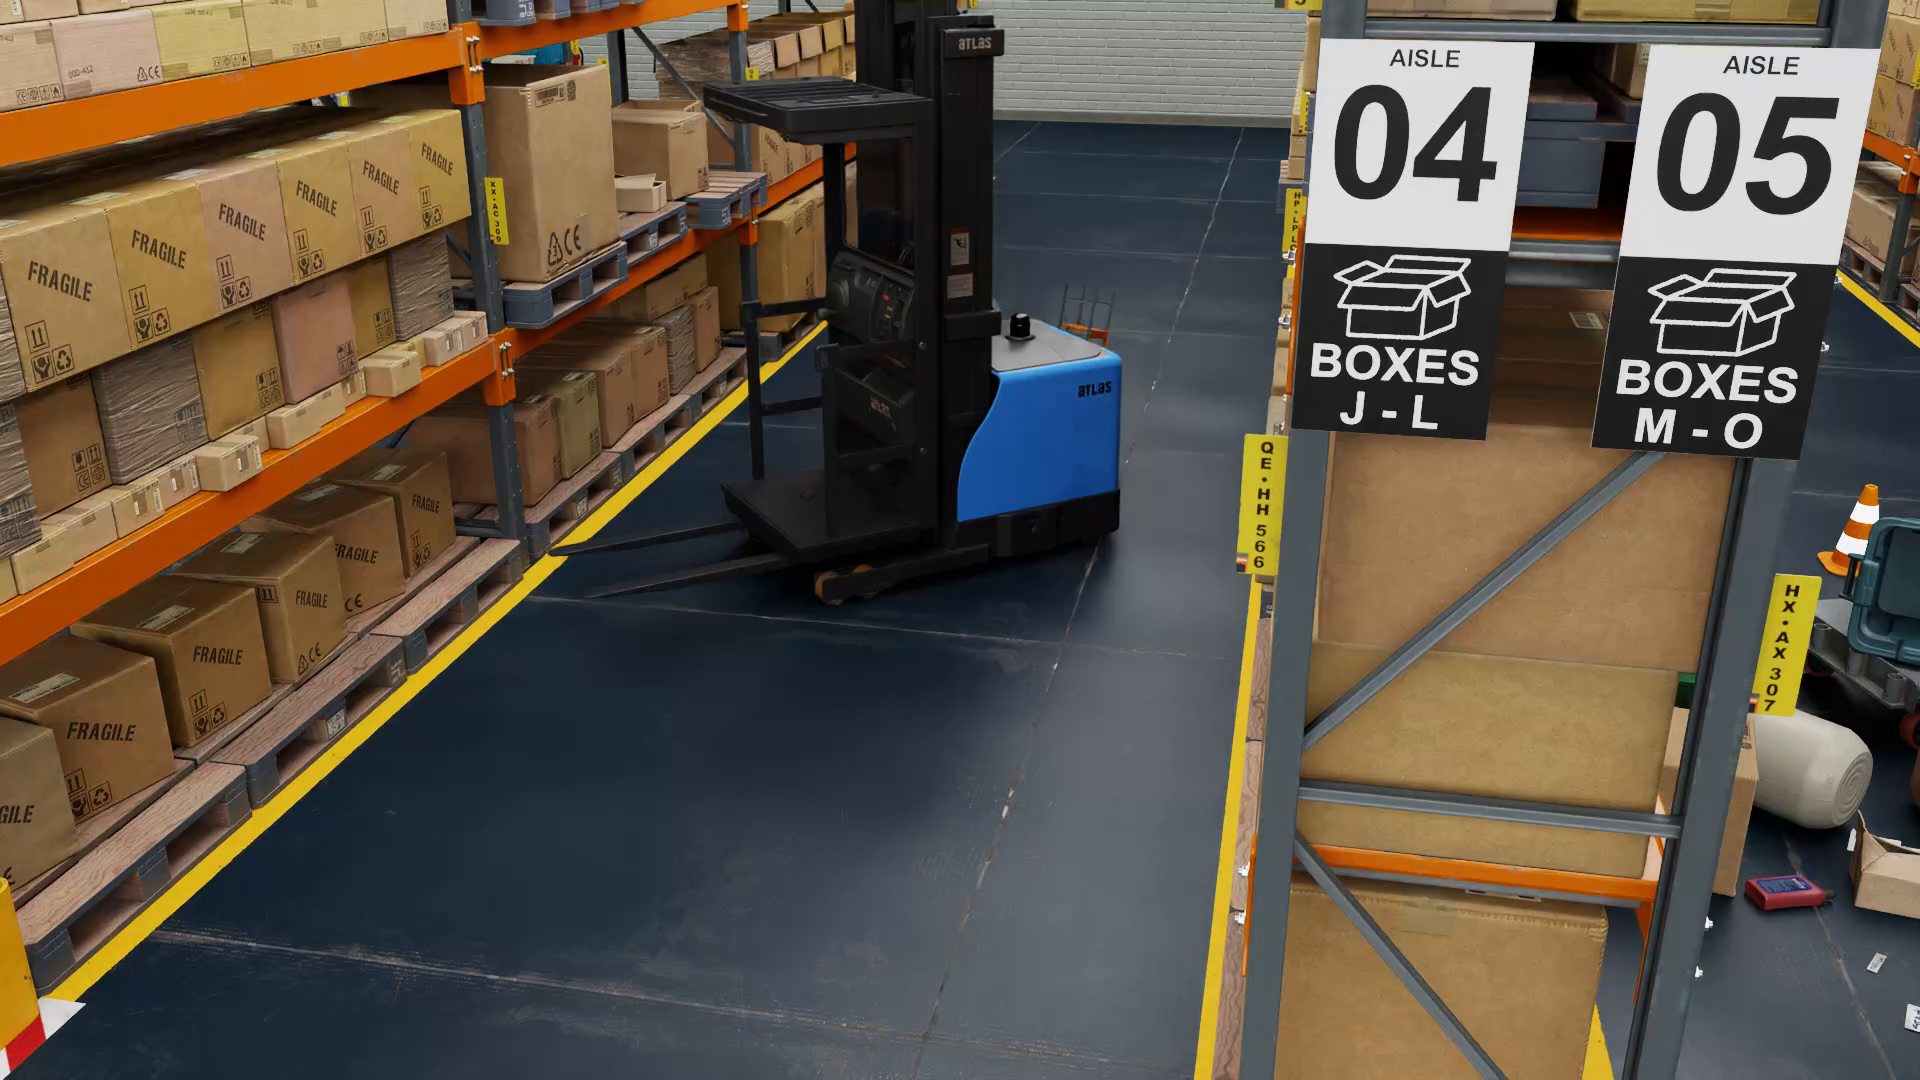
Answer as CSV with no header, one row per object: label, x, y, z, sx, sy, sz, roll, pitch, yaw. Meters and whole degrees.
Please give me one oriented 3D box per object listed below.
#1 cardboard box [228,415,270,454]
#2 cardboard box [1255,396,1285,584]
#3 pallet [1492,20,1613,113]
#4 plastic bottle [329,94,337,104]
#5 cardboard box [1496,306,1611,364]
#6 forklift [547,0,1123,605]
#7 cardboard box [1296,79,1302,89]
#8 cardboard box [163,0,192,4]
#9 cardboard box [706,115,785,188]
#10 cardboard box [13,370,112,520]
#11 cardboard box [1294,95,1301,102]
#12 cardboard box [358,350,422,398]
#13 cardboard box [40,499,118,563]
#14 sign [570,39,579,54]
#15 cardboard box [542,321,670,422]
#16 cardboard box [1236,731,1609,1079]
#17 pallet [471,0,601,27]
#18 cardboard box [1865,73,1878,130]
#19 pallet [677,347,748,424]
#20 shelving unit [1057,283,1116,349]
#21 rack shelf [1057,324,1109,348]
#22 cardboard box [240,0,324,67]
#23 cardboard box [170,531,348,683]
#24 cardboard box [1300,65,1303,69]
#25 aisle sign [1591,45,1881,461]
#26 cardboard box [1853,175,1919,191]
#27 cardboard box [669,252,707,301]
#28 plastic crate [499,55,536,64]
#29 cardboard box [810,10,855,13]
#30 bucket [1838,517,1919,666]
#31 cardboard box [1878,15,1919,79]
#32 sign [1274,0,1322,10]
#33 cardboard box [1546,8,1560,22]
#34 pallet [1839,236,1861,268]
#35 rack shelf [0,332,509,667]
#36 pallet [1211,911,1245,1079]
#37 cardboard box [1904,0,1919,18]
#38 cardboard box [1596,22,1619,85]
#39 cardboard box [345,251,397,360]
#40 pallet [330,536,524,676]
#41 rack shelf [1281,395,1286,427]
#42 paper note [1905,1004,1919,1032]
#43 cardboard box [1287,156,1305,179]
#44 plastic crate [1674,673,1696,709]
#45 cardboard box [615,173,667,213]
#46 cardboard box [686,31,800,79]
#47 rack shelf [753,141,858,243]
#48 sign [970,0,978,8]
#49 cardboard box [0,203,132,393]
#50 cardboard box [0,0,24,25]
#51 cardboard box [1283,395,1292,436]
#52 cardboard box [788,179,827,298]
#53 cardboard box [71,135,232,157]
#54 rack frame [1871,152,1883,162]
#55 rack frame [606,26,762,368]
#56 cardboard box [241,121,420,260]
cardboard box,-3.026,-0.409,6.690,0.380,0.149,0.250,4,22,11
cardboard box,2.050,-0.229,8.357,1.050,0.750,0.750,4,22,11
pallet,1.583,-1.451,5.046,1.003,0.211,1.213,4,22,11
plastic bottle,-5.945,-4.111,15.612,0.144,0.351,0.185,4,22,11
cardboard box,1.331,-0.293,4.419,0.875,0.550,0.550,4,22,11
forklift,-0.649,-1.253,8.540,3.031,2.935,1.130,-12,25,-26
cardboard box,2.851,-3.542,13.112,0.380,0.149,0.250,5,23,13
cardboard box,-3.012,-2.051,6.083,0.380,0.149,0.250,4,22,9
cardboard box,-1.642,-2.926,12.469,0.500,0.500,0.500,5,22,12
cardboard box,-3.516,-0.372,5.730,0.875,0.500,0.500,4,22,11
cardboard box,2.637,-3.161,12.165,0.380,0.149,0.250,5,22,13
cardboard box,-2.691,-0.764,7.573,0.380,0.149,0.250,4,22,11
cardboard box,-3.182,-0.039,5.772,0.380,0.149,0.250,4,22,11
sign,-4.682,-6.065,20.180,0.100,0.325,0.005,4,22,11
cardboard box,-2.334,-1.109,10.848,0.700,0.500,0.500,6,23,15
cardboard box,1.269,1.156,4.749,0.875,0.875,0.875,5,22,11
pallet,-2.593,-2.781,8.481,1.213,0.211,1.003,4,22,11
cardboard box,8.543,-4.039,15.233,0.500,0.500,0.500,4,22,10
pallet,-2.168,-1.143,11.909,1.003,0.211,1.213,4,22,11
shelving unit,0.680,-0.924,10.026,0.258,1.200,0.189,18,14,37
rack shelf,0.732,-1.229,9.967,0.258,0.103,0.180,18,14,37
cardboard box,-2.876,-2.018,6.534,0.500,0.250,0.500,4,22,11
cardboard box,-3.103,0.292,7.398,0.500,0.500,0.500,2,22,6
cardboard box,3.063,-3.913,14.032,0.380,0.149,0.250,5,22,12
aisle sign,1.475,-0.539,3.196,0.394,0.787,0.004,4,22,11
cardboard box,9.111,-3.315,16.436,0.875,0.438,0.875,5,22,12
cardboard box,-2.114,-1.867,11.728,0.500,0.250,0.500,5,23,13
plastic crate,-5.213,-5.619,19.563,0.396,0.136,0.243,4,22,11
cardboard box,-1.253,-4.973,16.485,0.500,0.500,0.500,5,22,11
bucket,4.241,0.195,7.203,0.726,0.611,0.620,13,15,29
cardboard box,8.448,-4.318,14.589,0.500,0.500,0.500,4,22,10
sign,0.667,-1.193,3.207,0.100,0.325,0.005,4,22,11
cardboard box,1.837,-1.460,4.589,0.380,0.149,0.250,4,22,11
pallet,8.989,-2.856,16.162,1.003,0.211,1.213,4,22,11
rack shelf,-3.231,-0.194,6.784,1.077,0.370,4.000,4,22,11
pallet,1.282,1.614,5.064,1.003,0.211,1.213,4,22,11
cardboard box,8.516,-4.650,14.544,0.380,0.149,0.250,4,22,10
cardboard box,1.631,-1.092,3.674,0.380,0.149,0.250,5,22,11
cardboard box,-3.112,-1.104,7.547,0.875,0.500,0.500,4,22,11
pallet,-2.926,0.282,8.370,1.003,0.211,1.213,4,22,11
rack shelf,2.420,-1.242,9.385,1.077,0.370,4.000,4,22,11
paper note,3.169,1.568,5.422,0.144,0.017,0.142,13,25,29
cardboard box,2.479,-2.601,11.571,0.380,0.149,0.250,5,22,12
plastic crate,3.259,0.597,7.544,0.450,0.188,0.662,7,21,42
cardboard box,-2.083,-2.224,10.479,0.396,0.266,0.258,4,22,9
cardboard box,-1.706,-3.738,13.144,0.797,0.503,0.637,5,22,12
rack shelf,-1.599,-3.120,14.048,1.077,0.370,4.000,4,22,11
sign,0.154,-6.249,18.987,0.100,0.325,0.005,4,22,11
cardboard box,-3.152,-0.807,5.473,0.500,0.500,0.500,4,22,11
cardboard box,-3.153,-1.670,5.136,0.380,0.149,0.250,5,23,13
cardboard box,1.633,-0.387,6.098,0.875,0.550,0.550,4,22,11
cardboard box,-1.657,-2.508,13.847,1.225,0.875,0.875,5,22,11
cardboard box,-3.367,-1.397,6.936,0.500,0.500,0.500,4,22,11
rack frame,9.327,-4.893,17.487,1.000,3.000,0.127,4,22,11
rack frame,-2.007,-2.722,12.098,1.000,3.000,0.127,4,22,11
cardboard box,-2.747,-1.539,7.289,0.500,0.500,0.500,4,22,11
